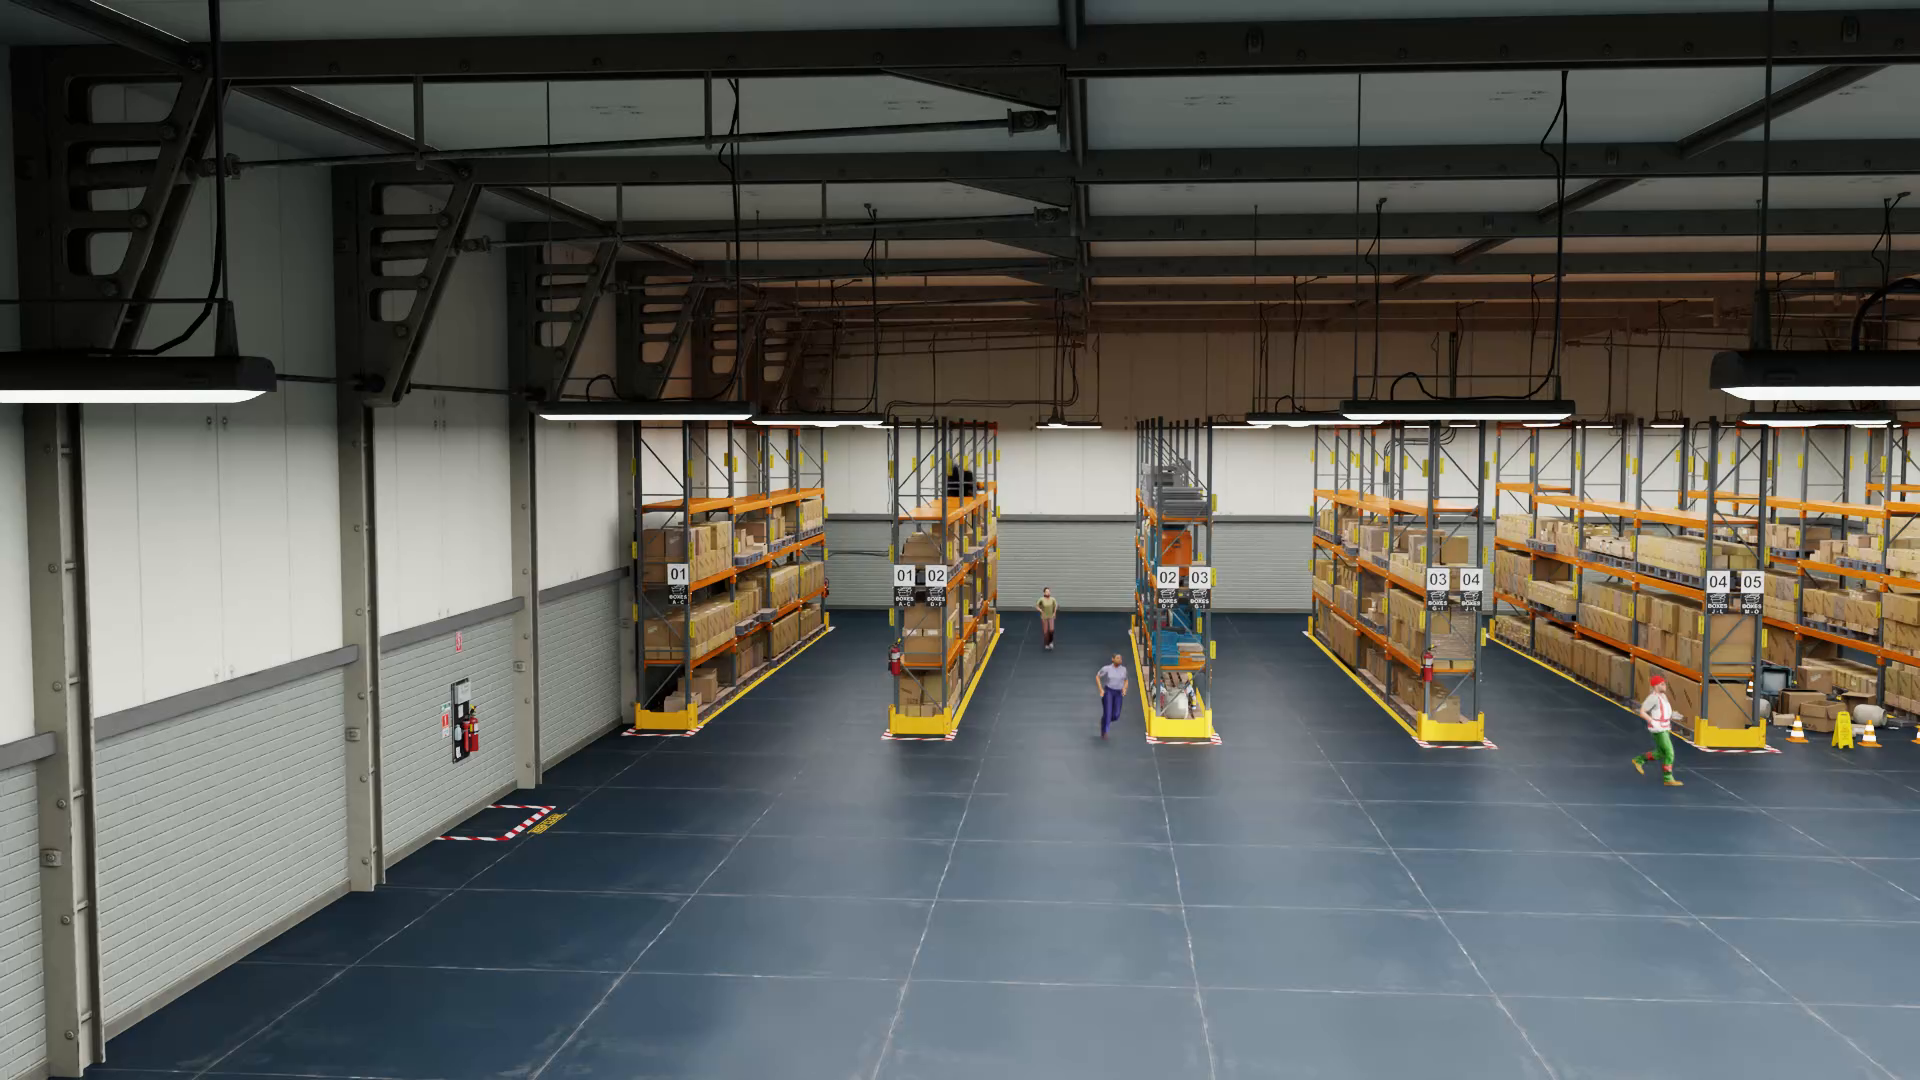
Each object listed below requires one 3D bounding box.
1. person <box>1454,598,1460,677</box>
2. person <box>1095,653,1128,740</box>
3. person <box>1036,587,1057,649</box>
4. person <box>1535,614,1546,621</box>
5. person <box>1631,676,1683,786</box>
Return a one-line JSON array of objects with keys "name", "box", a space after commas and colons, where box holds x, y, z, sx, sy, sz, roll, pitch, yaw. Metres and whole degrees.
[{"name": "person", "box": [11.704, 2.290, 39.075, 0.669, 1.846, 0.828, 0, 4, -3]}, {"name": "person", "box": [2.856, 2.913, 31.193, 0.654, 1.612, 0.585, -1, 4, -18]}, {"name": "person", "box": [2.278, 2.055, 43.519, 0.587, 1.631, 0.566, 0, 4, -3]}, {"name": "person", "box": [16.418, 1.765, 47.321, 0.620, 1.746, 0.667, 0, 4, 4]}, {"name": "person", "box": [11.311, 3.083, 26.971, 0.868, 1.759, 0.668, 3, 5, 42]}]
